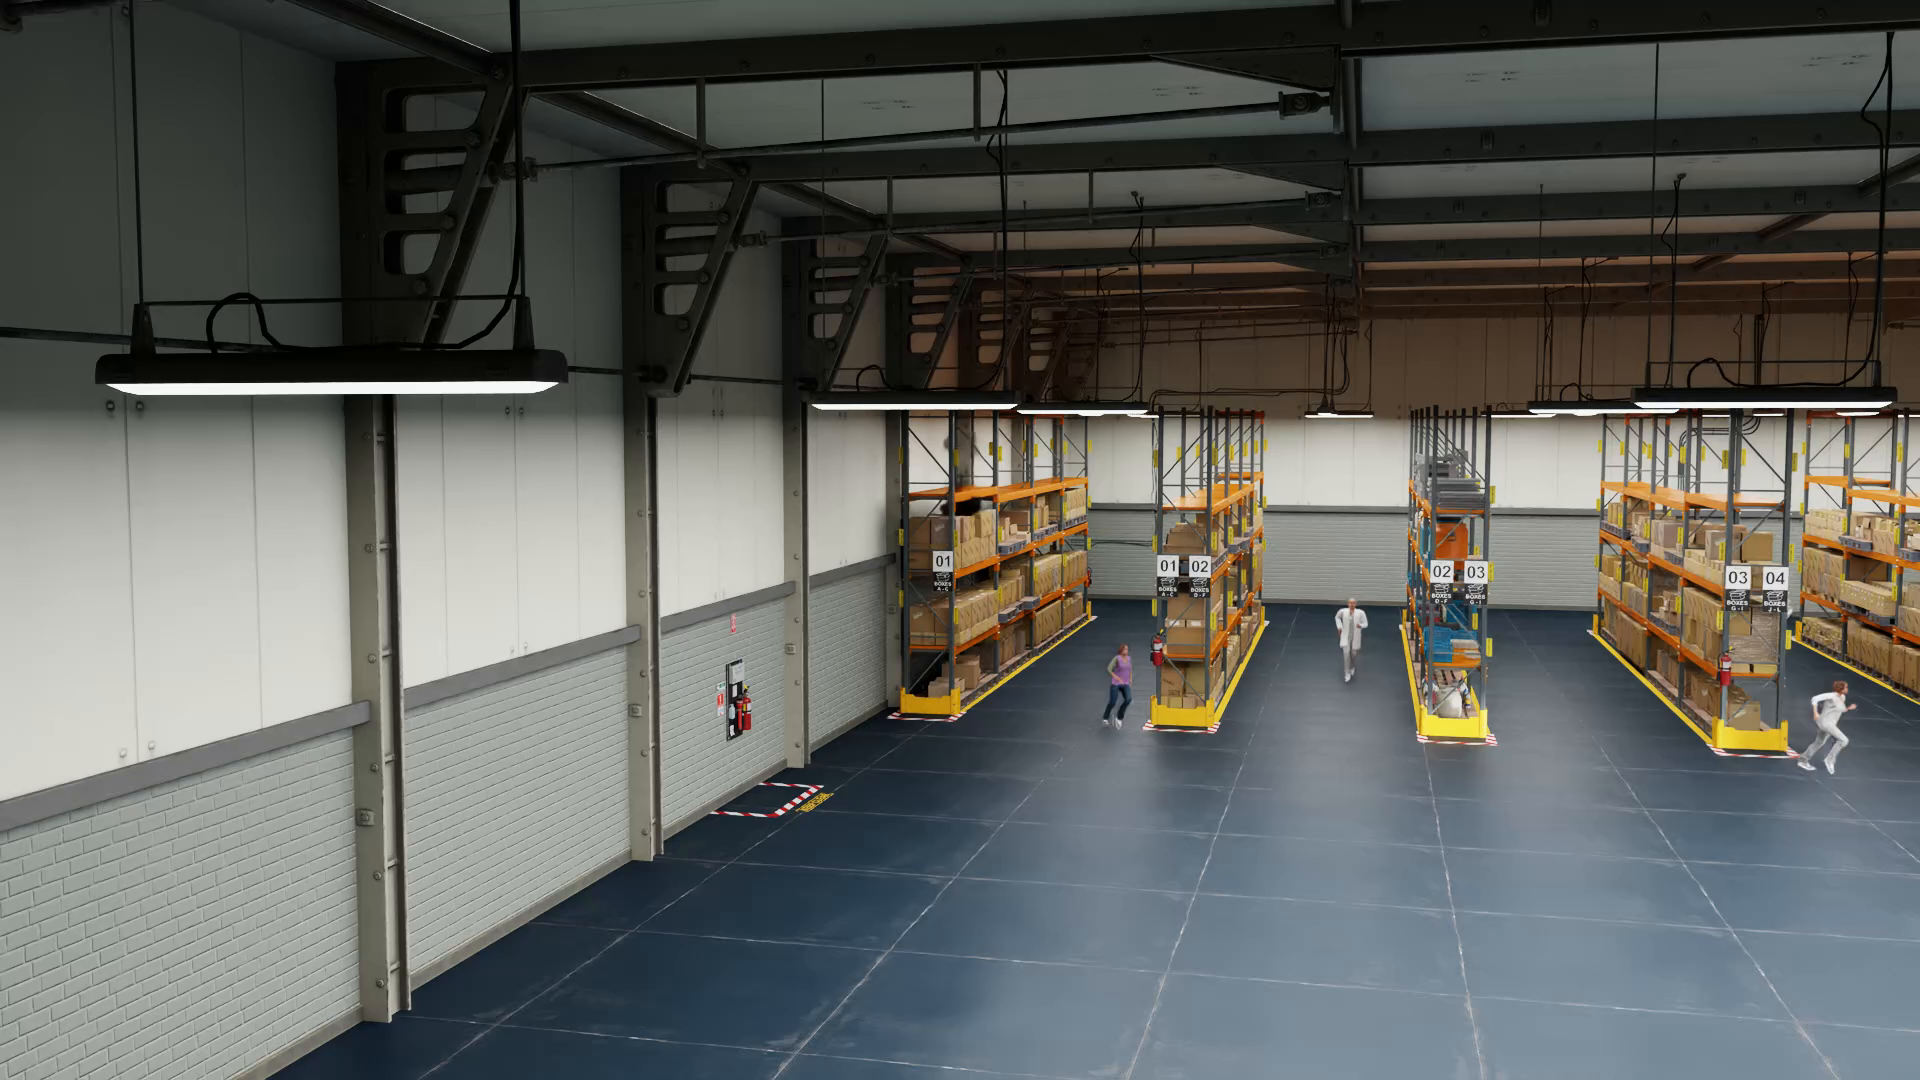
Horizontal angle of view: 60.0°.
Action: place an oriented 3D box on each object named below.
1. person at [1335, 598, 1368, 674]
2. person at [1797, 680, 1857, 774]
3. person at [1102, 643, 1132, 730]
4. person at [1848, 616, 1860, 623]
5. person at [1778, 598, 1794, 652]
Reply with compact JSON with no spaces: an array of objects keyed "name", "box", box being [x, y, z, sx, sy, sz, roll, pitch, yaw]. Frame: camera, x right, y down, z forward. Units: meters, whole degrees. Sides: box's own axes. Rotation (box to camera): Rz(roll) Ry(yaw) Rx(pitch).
[{"name":"person","box":[8.676,2.114,36.865,0.704,1.676,0.887,1,4,13]},{"name":"person","box":[14.007,3.054,26.870,0.842,1.429,0.527,3,5,40]},{"name":"person","box":[3.002,2.717,31.037,0.601,1.582,0.611,-2,4,-22]},{"name":"person","box":[23.689,1.666,44.166,0.533,1.665,0.657,0,4,3]},{"name":"person","box":[20.185,1.987,40.944,0.604,1.620,0.491,1,4,16]}]
